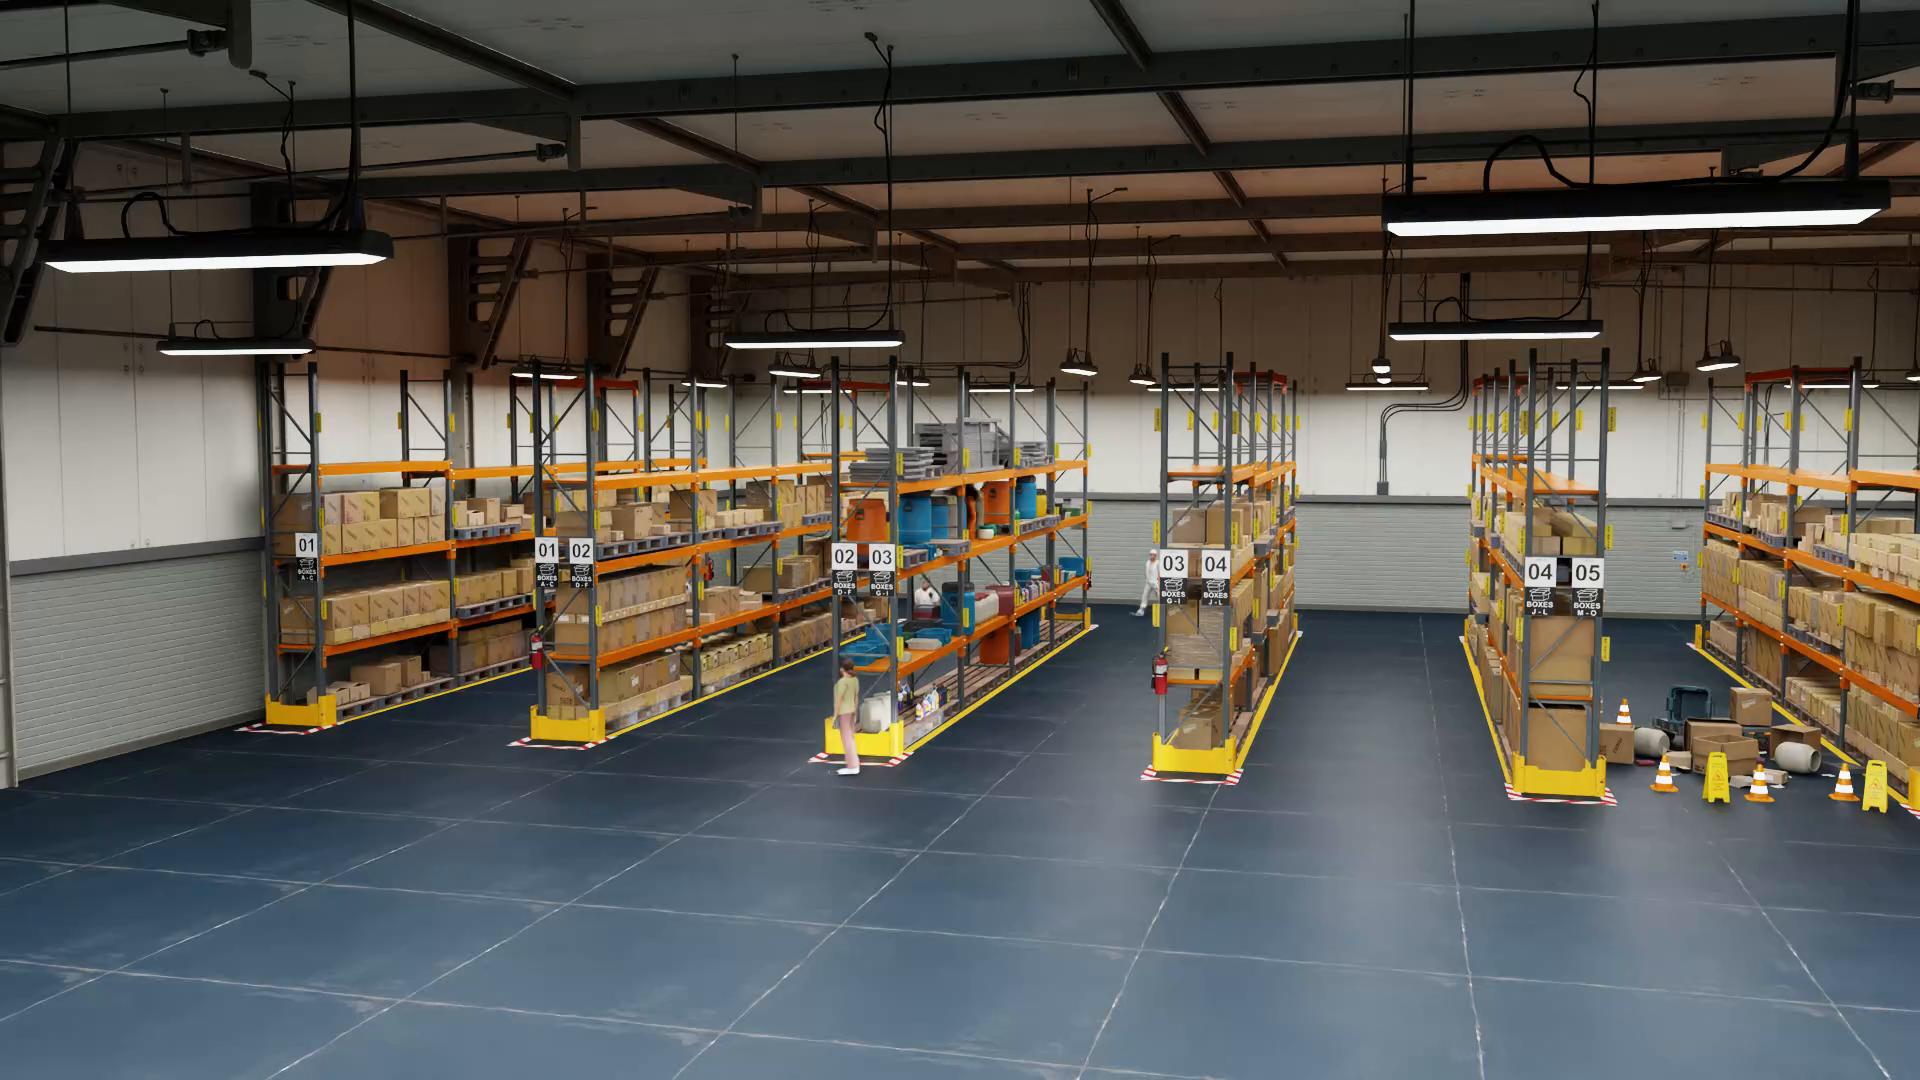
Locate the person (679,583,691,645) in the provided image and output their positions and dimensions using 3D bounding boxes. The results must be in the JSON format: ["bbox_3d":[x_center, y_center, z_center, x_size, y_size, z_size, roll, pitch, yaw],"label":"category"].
[{"bbox_3d":[-6.331,1.535,37.763,0.479,1.618,0.940,0,4,4],"label":"person"}]

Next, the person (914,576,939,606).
[{"bbox_3d":[-0.731,1.622,35.578,0.636,1.722,1.060,1,4,12],"label":"person"}]

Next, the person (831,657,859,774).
[{"bbox_3d":[-1.617,2.512,23.654,0.380,1.683,0.499,1,4,18],"label":"person"}]

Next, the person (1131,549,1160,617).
[{"bbox_3d":[4.940,1.116,42.735,1.053,1.751,0.634,-2,4,-24],"label":"person"}]
